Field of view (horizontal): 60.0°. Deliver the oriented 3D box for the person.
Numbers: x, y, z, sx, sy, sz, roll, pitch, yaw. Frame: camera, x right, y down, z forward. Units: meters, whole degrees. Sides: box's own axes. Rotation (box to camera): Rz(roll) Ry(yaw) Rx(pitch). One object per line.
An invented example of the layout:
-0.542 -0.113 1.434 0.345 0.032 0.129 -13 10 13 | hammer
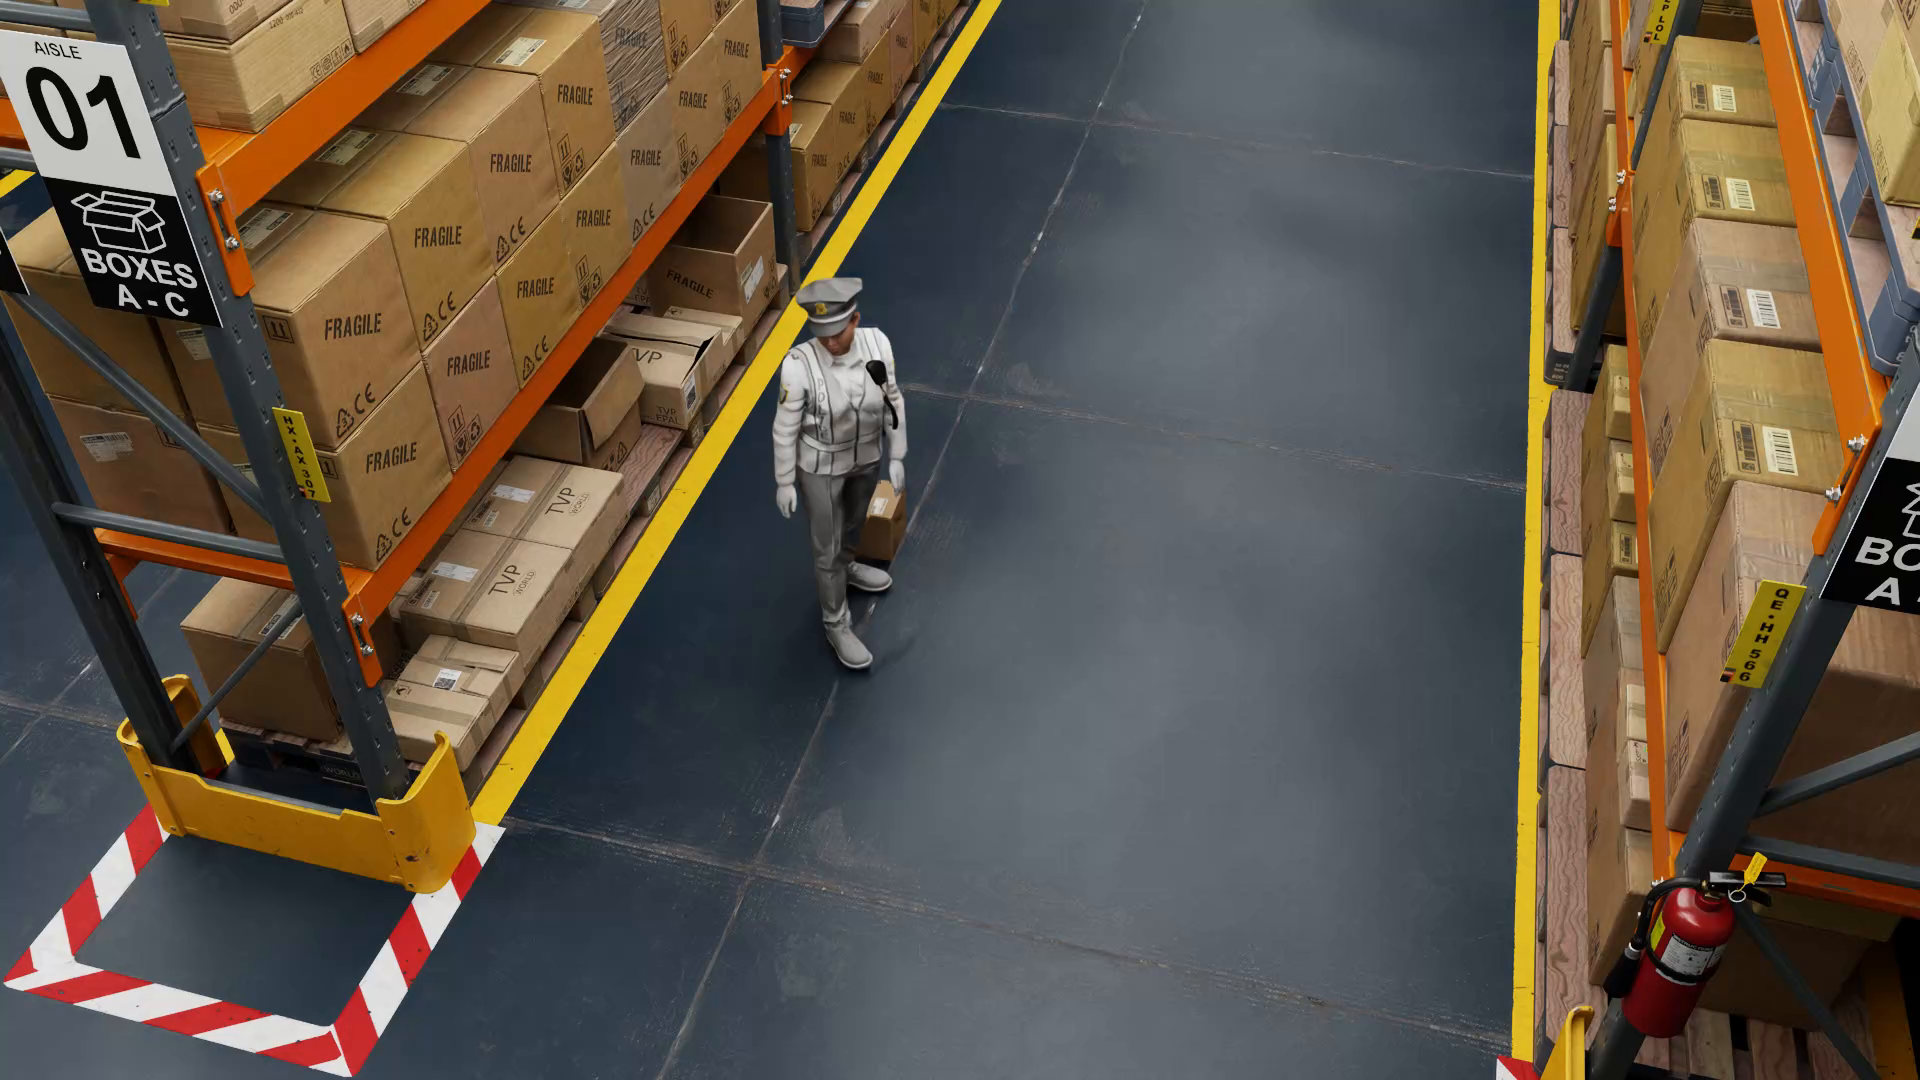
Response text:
-0.455 -0.287 6.447 0.546 1.656 0.598 -25 47 -25 | person
